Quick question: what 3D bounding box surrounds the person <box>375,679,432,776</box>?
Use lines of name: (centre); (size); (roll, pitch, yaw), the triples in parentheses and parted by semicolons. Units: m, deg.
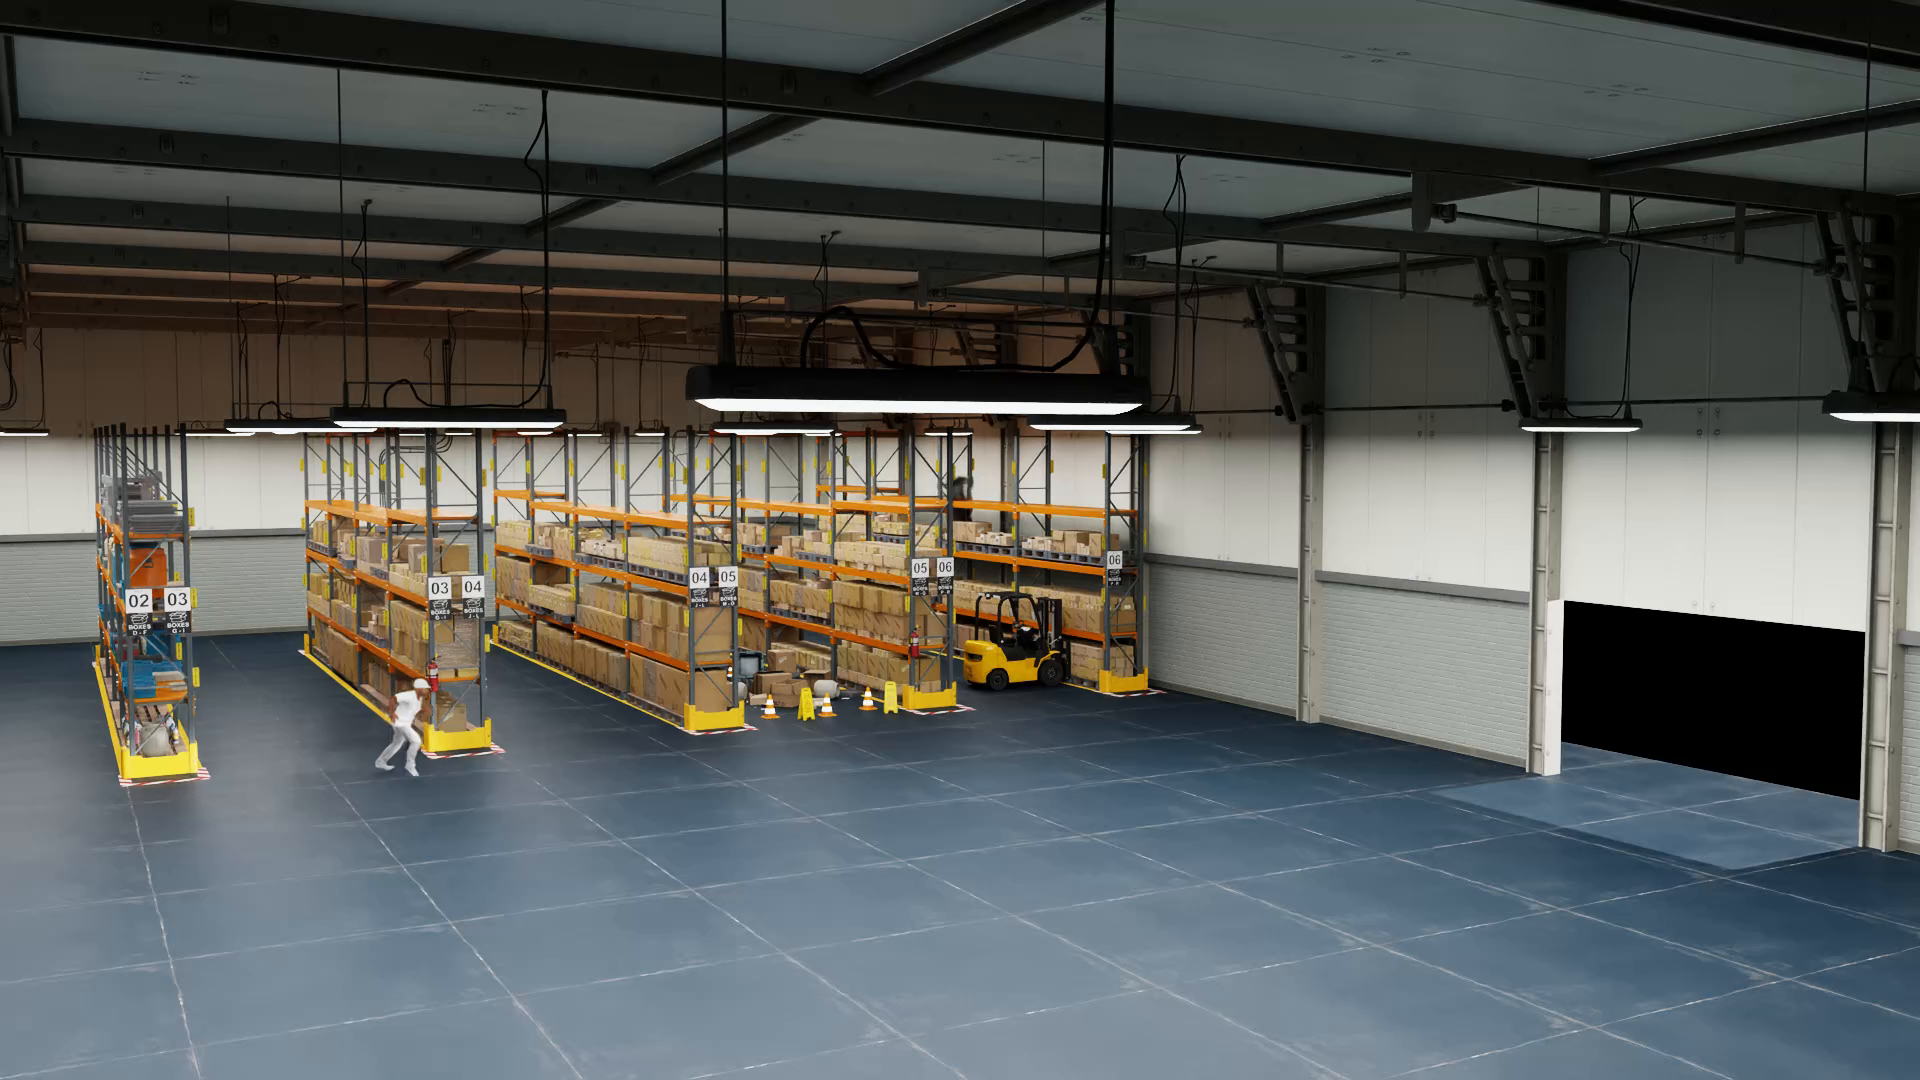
person: (-9.505, 3.209, 28.320); (1.007, 1.701, 0.753); (0, 3, 6)
